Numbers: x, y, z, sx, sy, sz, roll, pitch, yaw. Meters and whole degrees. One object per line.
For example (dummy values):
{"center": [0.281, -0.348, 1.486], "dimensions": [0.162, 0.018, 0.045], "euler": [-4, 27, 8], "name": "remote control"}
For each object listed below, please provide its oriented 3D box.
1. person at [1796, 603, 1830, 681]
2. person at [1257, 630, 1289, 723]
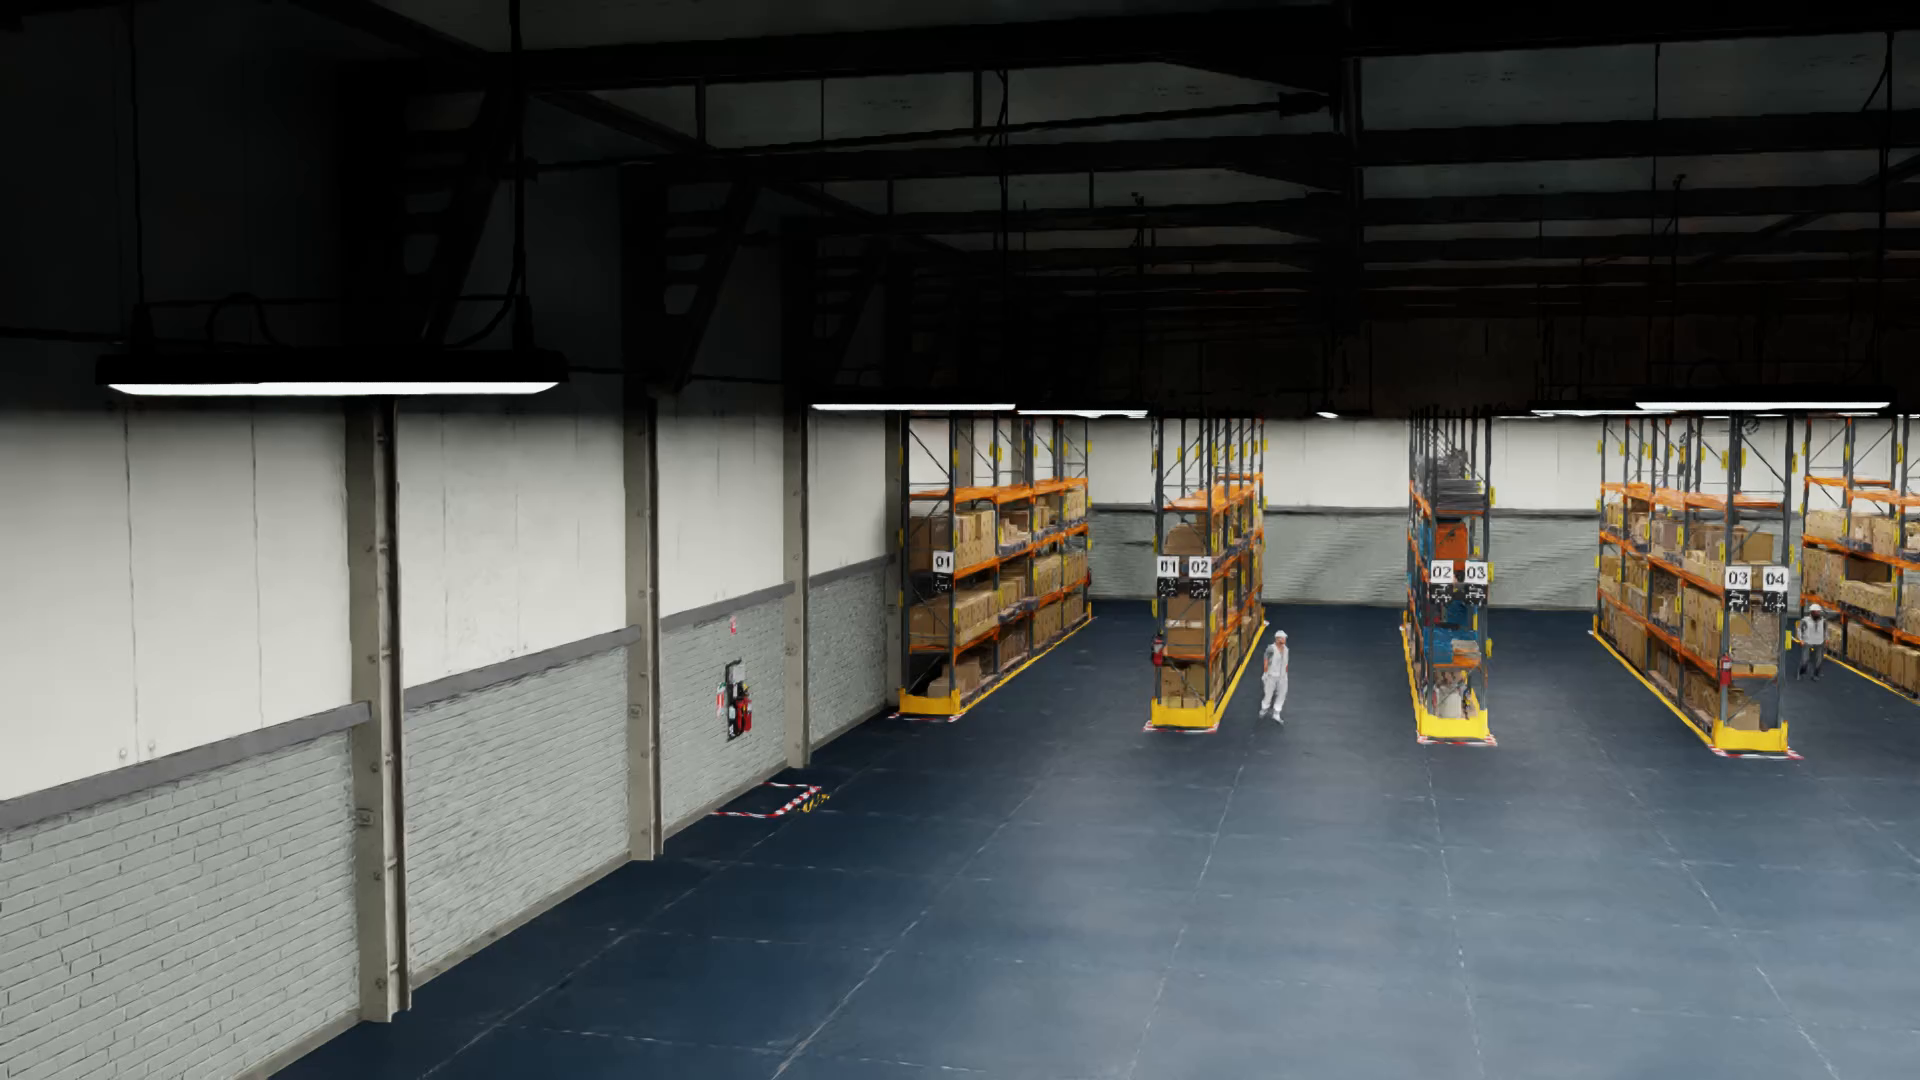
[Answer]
{"center": [18.763, 2.244, 36.593], "dimensions": [0.677, 1.726, 0.574], "euler": [1, 4, 12], "name": "person"}
{"center": [5.958, 2.576, 31.569], "dimensions": [0.583, 1.776, 0.574], "euler": [-2, 4, -21], "name": "person"}
